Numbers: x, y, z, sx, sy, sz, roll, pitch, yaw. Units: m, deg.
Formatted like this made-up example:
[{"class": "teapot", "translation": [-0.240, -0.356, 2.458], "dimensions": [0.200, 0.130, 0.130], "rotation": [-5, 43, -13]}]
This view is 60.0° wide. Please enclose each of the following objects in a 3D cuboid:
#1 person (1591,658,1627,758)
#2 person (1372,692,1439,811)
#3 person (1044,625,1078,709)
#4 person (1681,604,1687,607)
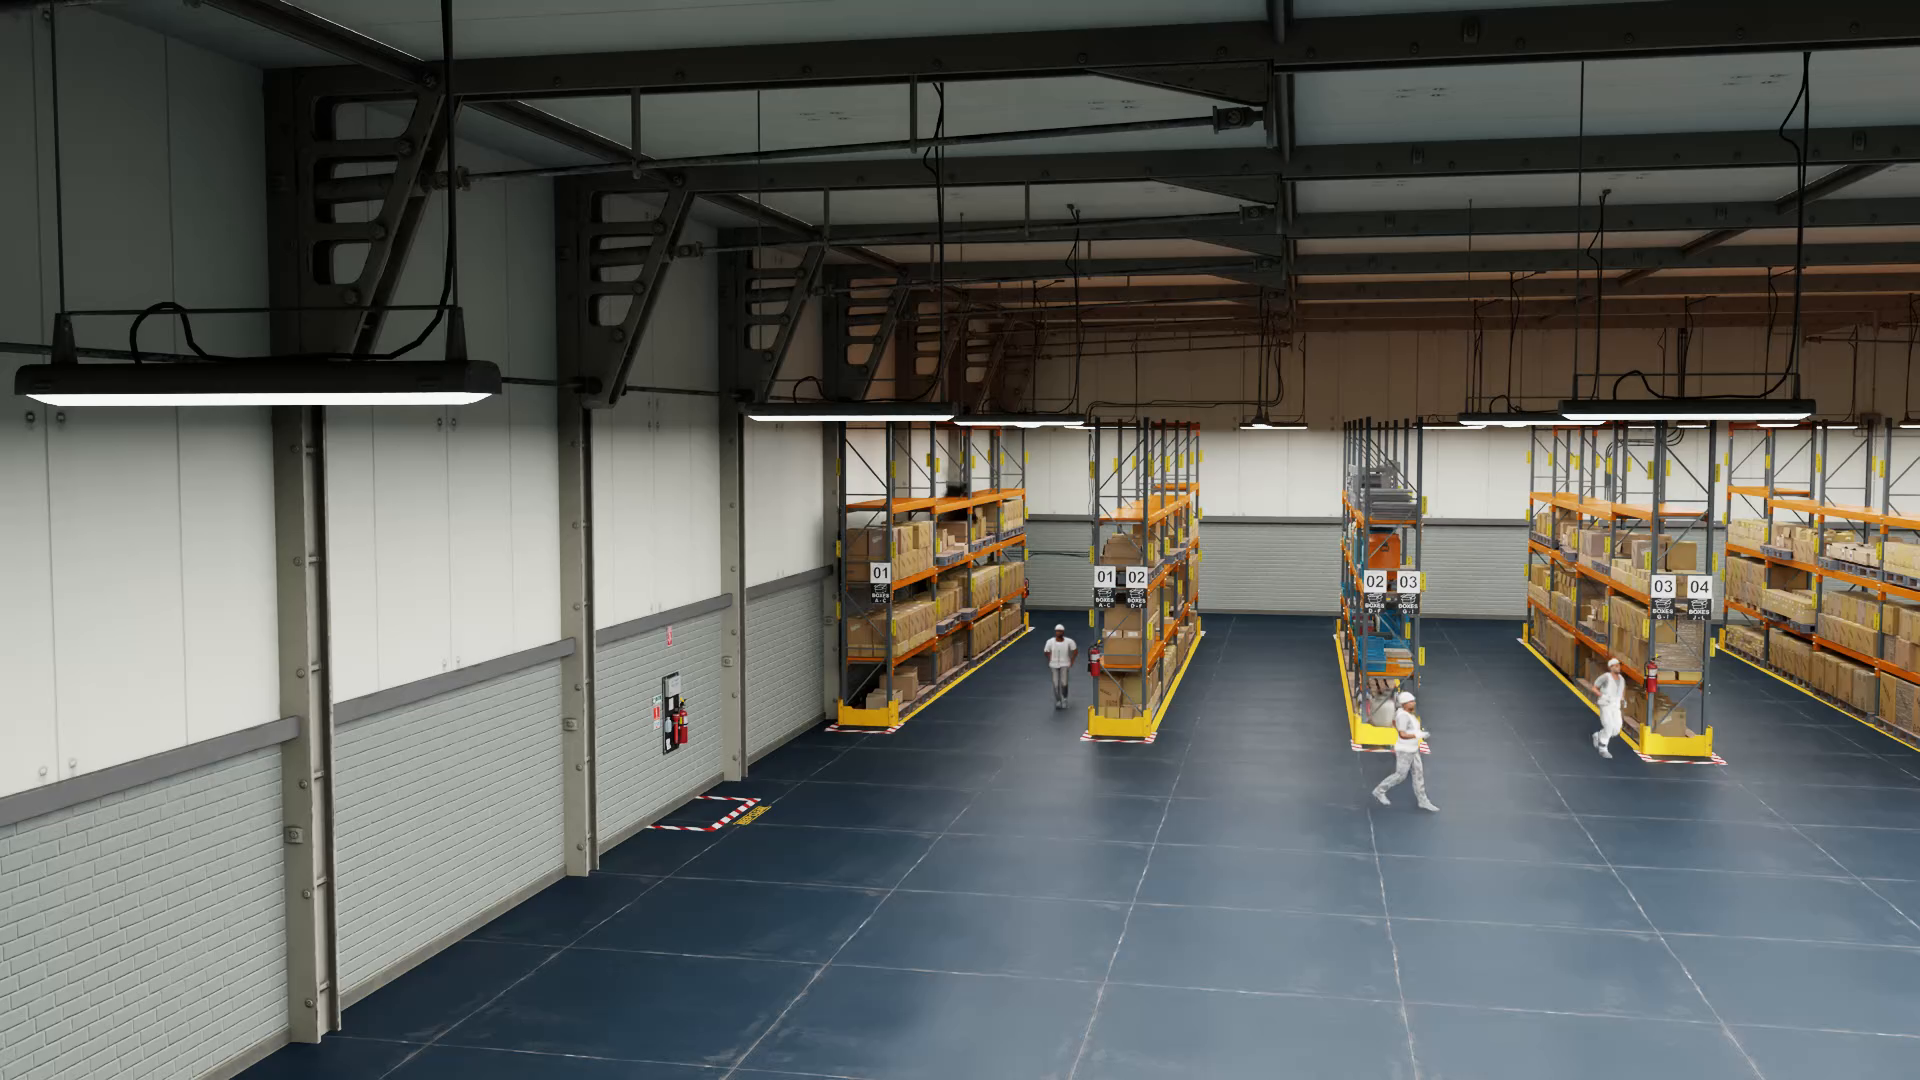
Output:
[{"class": "person", "translation": [11.517, 2.957, 29.446], "dimensions": [0.690, 1.730, 0.606], "rotation": [-1, 4, -16]}, {"class": "person", "translation": [6.726, 3.177, 25.053], "dimensions": [0.978, 1.787, 0.682], "rotation": [2, 4, 27]}, {"class": "person", "translation": [2.056, 2.623, 34.293], "dimensions": [0.676, 1.750, 0.626], "rotation": [1, 4, 11]}, {"class": "person", "translation": [19.418, 1.993, 45.052], "dimensions": [0.559, 1.591, 0.707], "rotation": [-3, 5, -35]}]
